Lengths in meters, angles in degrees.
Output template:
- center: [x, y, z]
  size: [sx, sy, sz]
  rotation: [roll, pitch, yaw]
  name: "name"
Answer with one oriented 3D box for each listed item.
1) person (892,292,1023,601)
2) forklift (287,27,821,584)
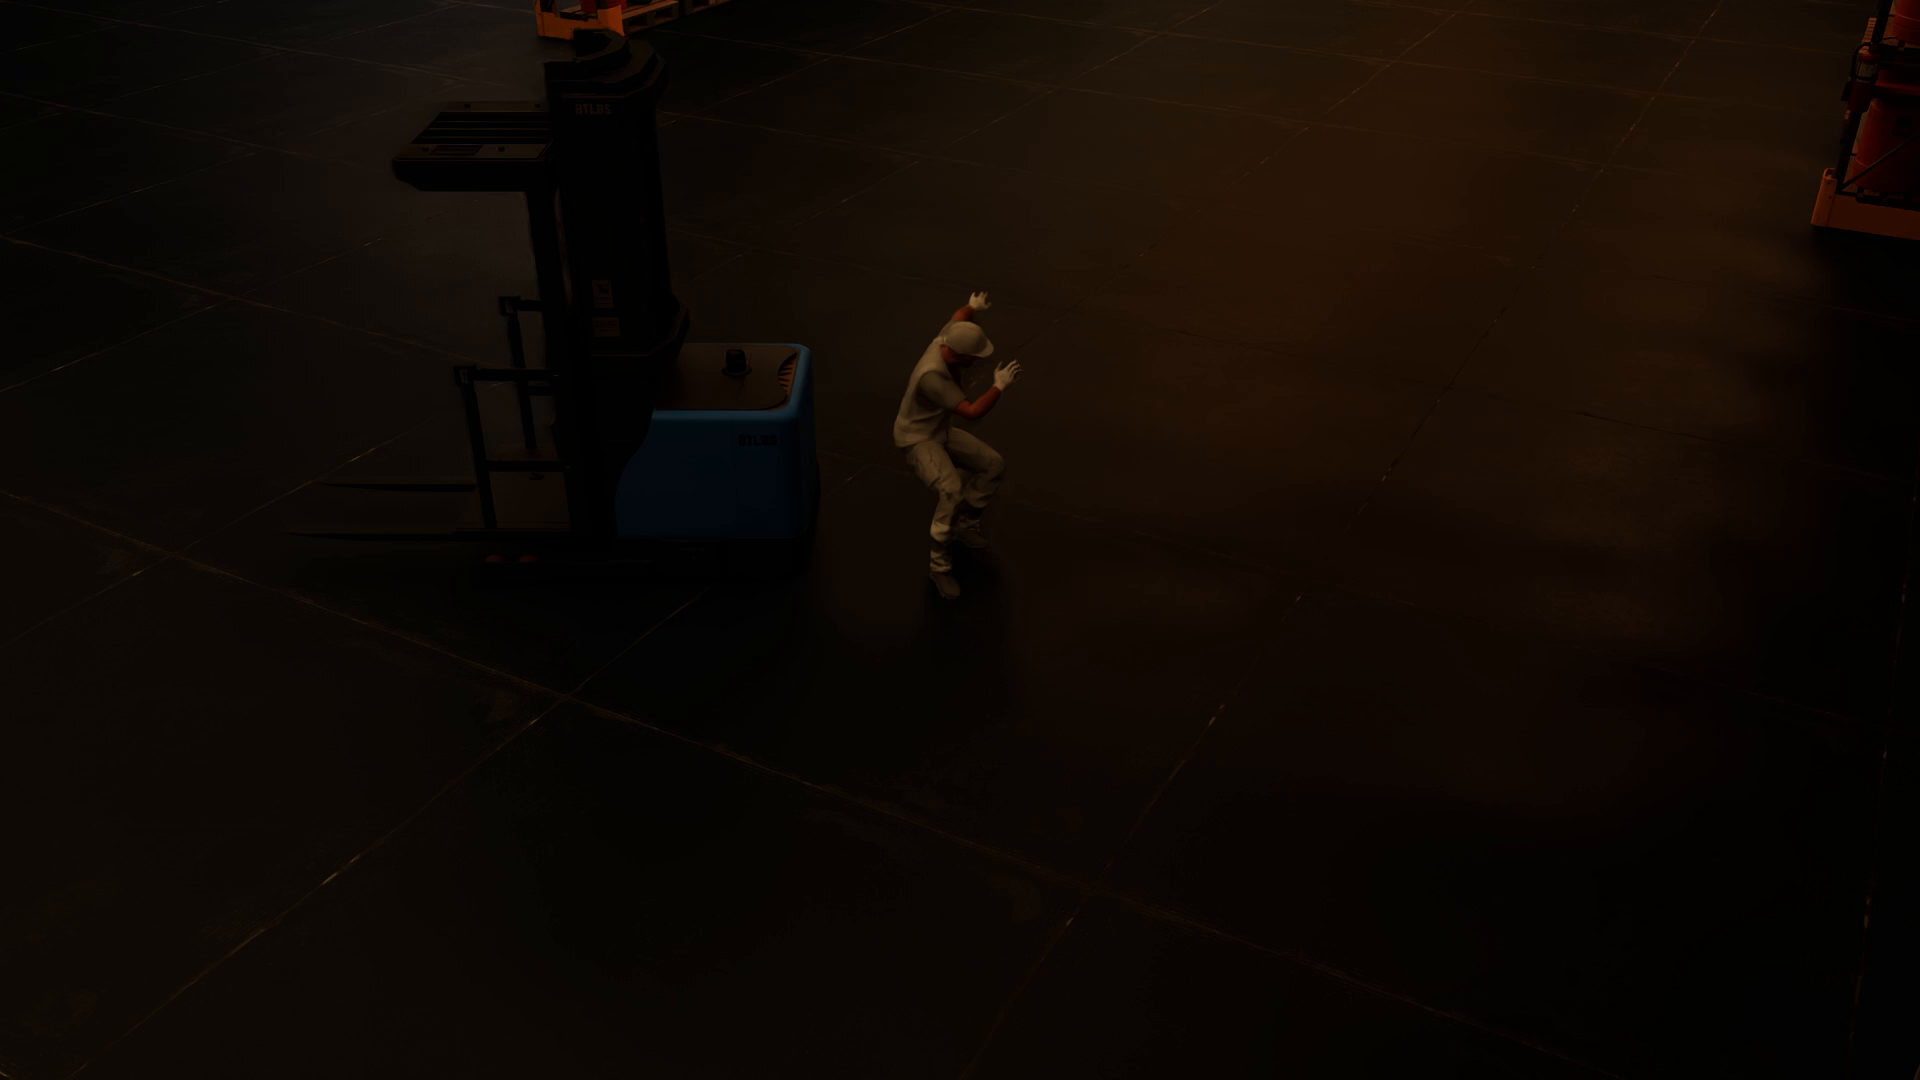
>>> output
- center: [0.027, -0.665, 9.730]
  size: [0.741, 1.450, 1.501]
  rotation: [11, 32, 19]
  name: "person"
- center: [-2.386, -1.280, 9.289]
  size: [3.031, 2.935, 1.130]
  rotation: [0, 30, 0]
  name: "forklift"
